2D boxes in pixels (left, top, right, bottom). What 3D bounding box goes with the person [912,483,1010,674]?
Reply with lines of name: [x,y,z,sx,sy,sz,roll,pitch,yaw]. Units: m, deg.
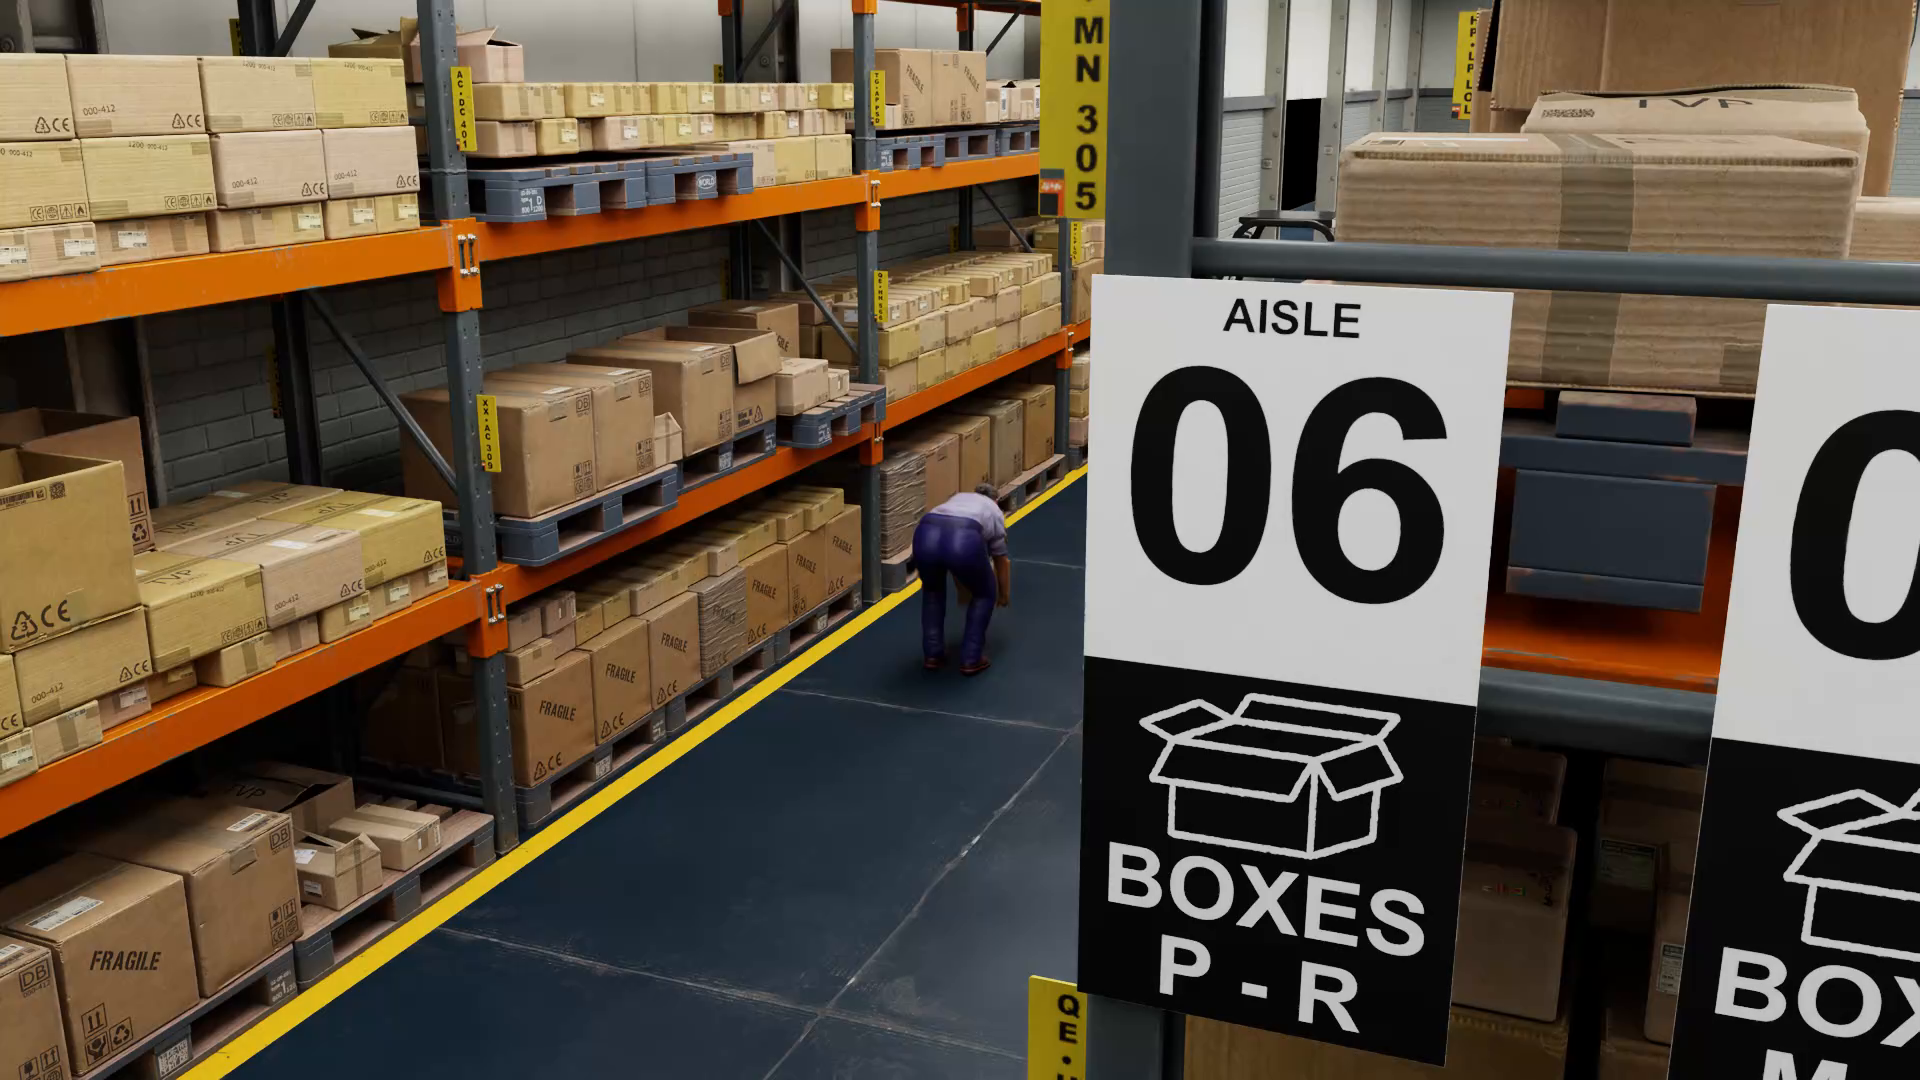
person: [0.025,0.224,9.910,0.460,1.029,0.907,5,16,19]
